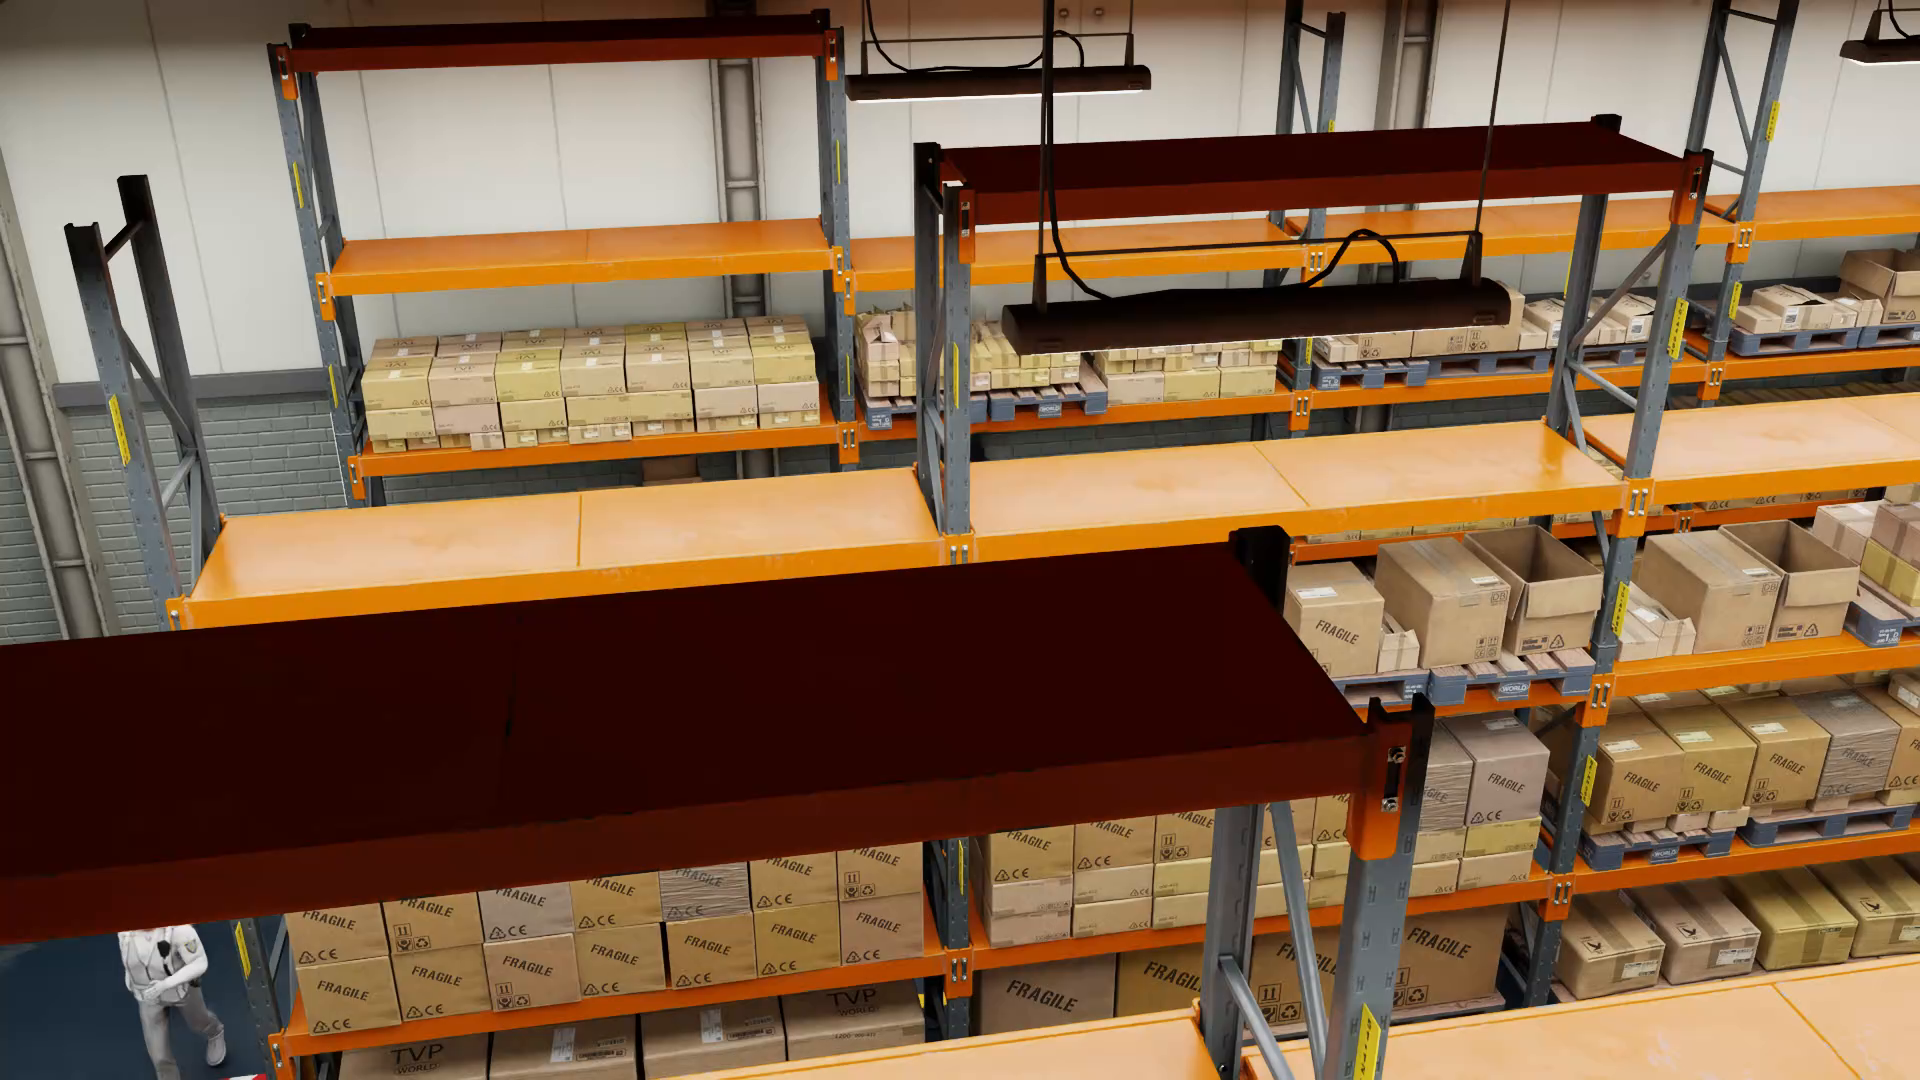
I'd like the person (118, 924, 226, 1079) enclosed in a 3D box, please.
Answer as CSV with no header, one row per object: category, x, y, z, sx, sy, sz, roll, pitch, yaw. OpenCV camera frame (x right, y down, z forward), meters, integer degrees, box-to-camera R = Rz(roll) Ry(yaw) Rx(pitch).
person,-4.950,2.838,10.447,0.591,1.714,0.888,-4,26,-8
